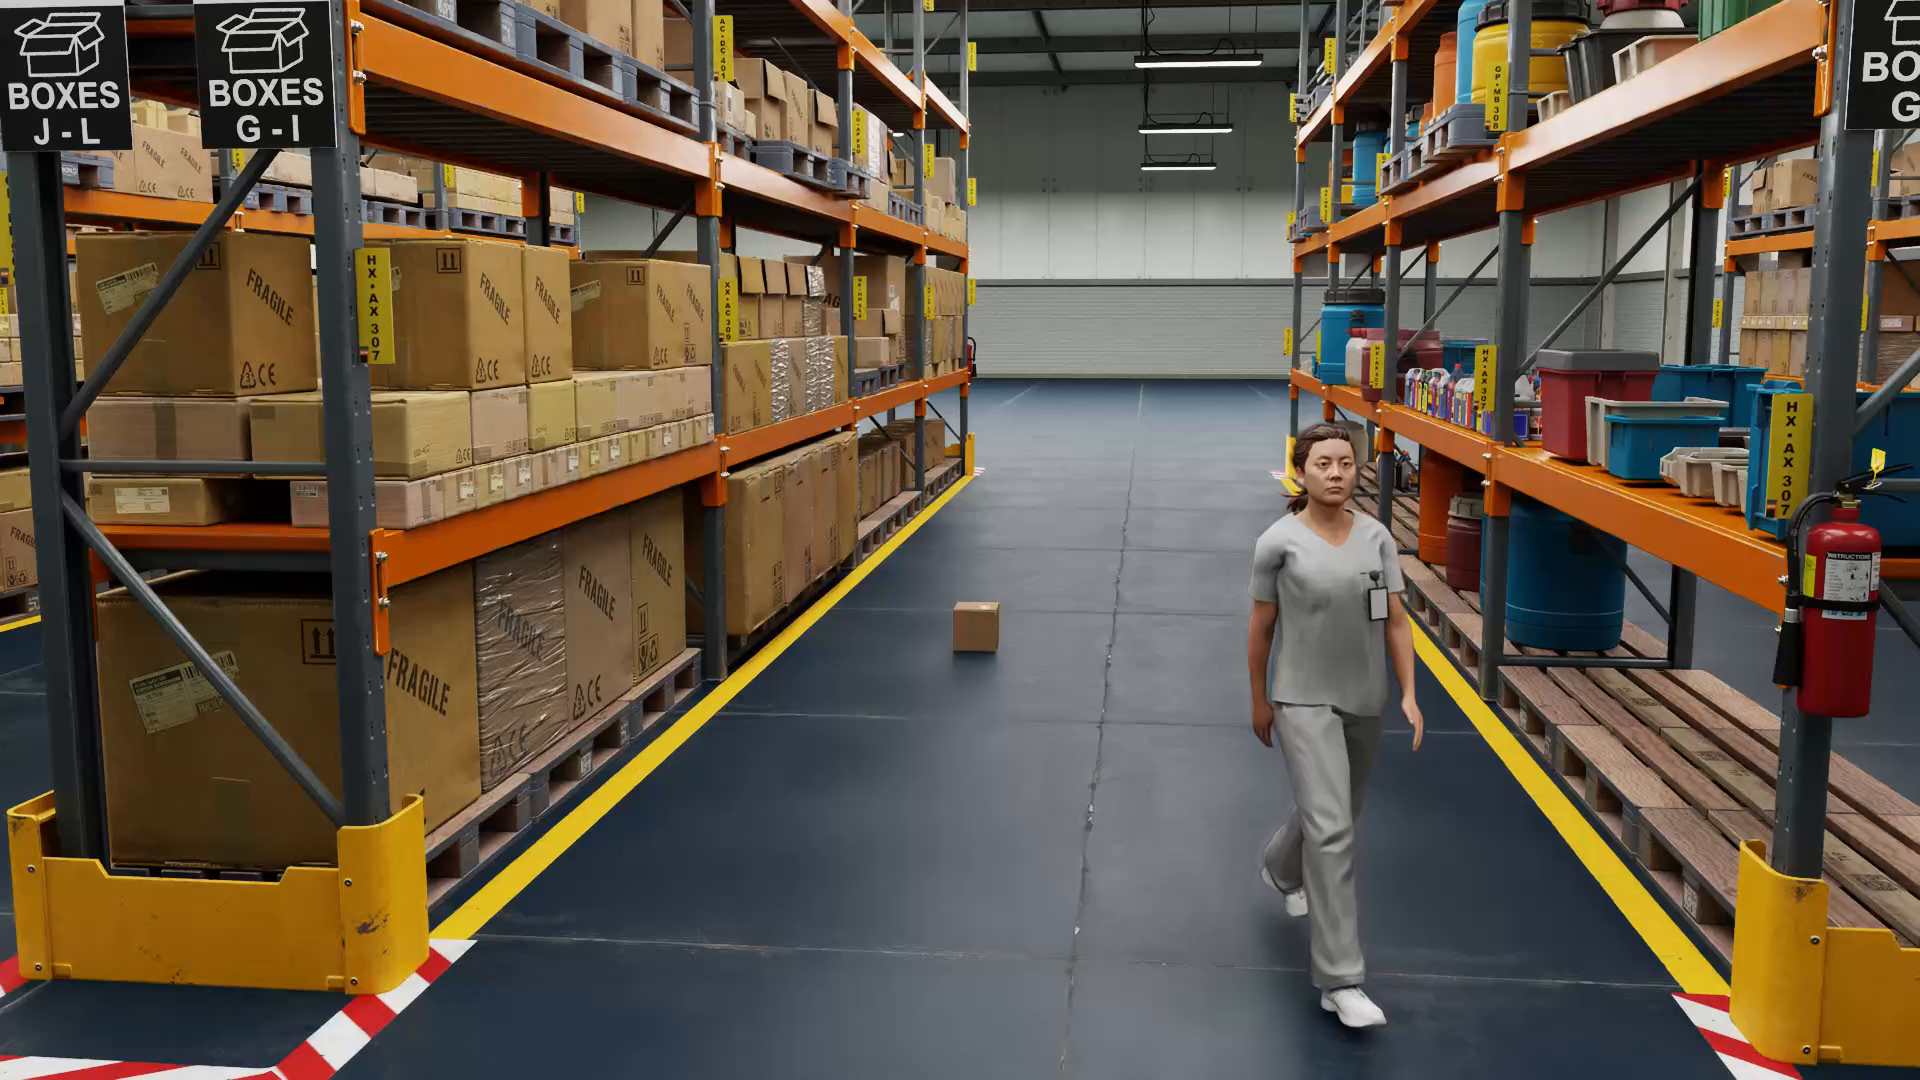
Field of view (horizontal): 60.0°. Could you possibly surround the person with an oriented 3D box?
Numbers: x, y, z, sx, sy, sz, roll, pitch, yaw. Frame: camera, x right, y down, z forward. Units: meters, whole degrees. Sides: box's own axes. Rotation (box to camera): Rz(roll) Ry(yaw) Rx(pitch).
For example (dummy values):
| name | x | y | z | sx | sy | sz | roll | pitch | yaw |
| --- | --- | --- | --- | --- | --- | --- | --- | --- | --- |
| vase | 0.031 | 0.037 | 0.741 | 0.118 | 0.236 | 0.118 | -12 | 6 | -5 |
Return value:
| name | x | y | z | sx | sy | sz | roll | pitch | yaw |
| --- | --- | --- | --- | --- | --- | --- | --- | --- | --- |
| person | 1.075 | 0.471 | 4.839 | 0.441 | 1.624 | 1.026 | -2 | 8 | -14 |
